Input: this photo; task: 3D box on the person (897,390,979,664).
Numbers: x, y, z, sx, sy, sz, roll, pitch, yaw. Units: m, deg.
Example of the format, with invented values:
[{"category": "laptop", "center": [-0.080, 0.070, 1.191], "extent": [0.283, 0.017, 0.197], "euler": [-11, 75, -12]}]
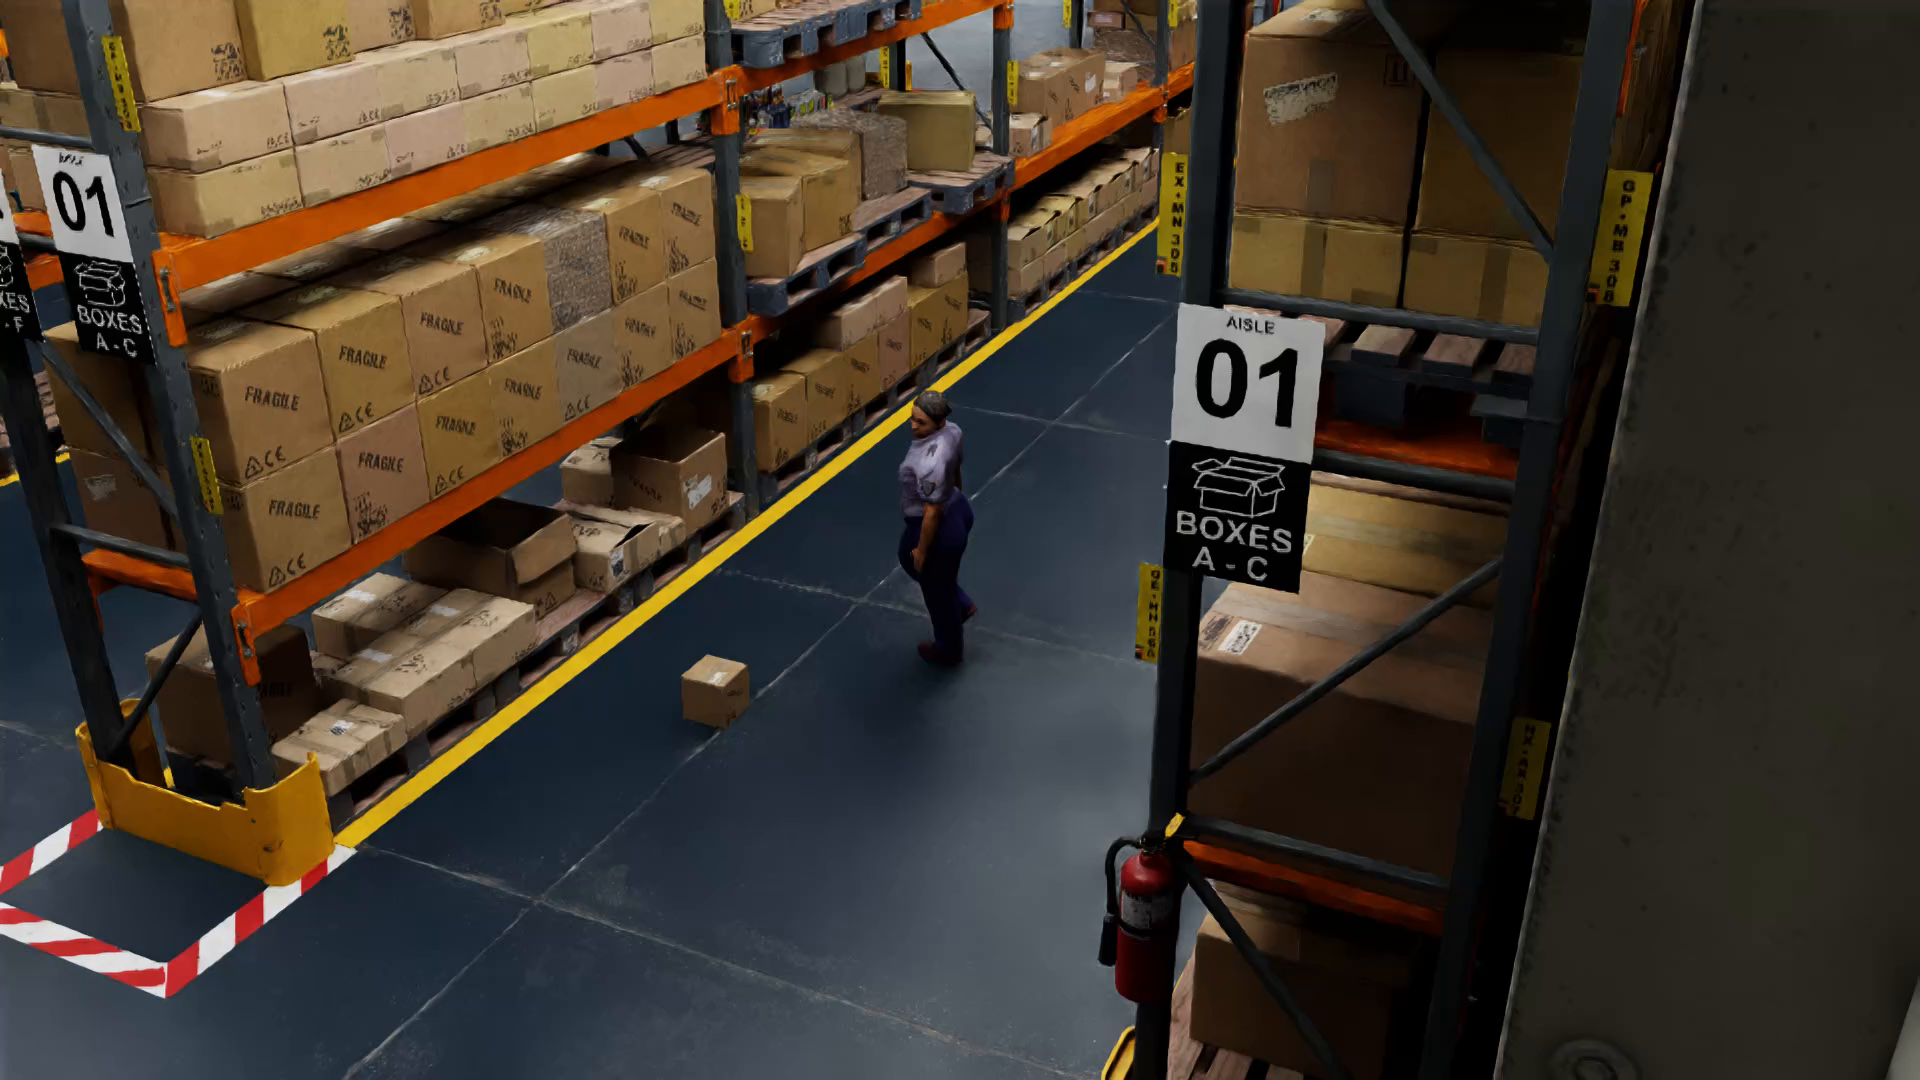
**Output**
[{"category": "person", "center": [-0.149, -0.071, 8.629], "extent": [0.453, 1.643, 0.694], "euler": [7, 27, 14]}]
